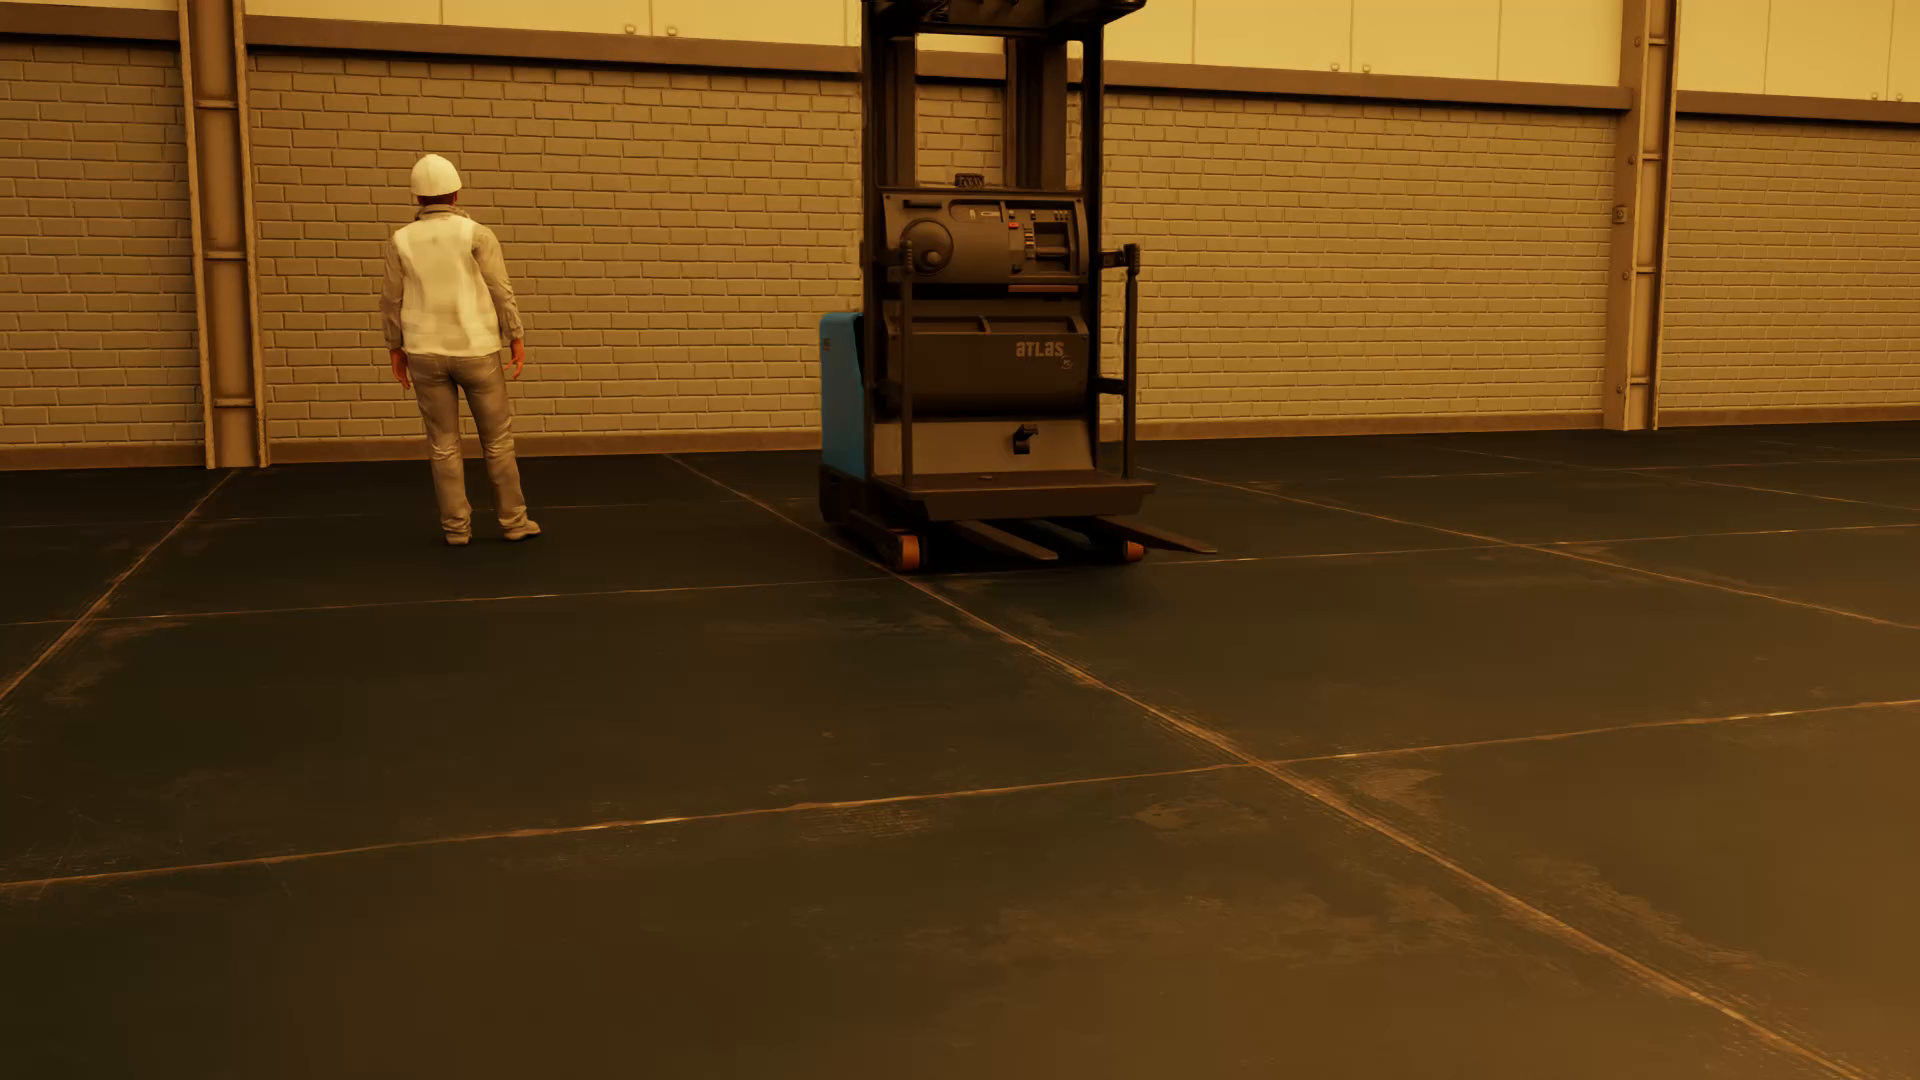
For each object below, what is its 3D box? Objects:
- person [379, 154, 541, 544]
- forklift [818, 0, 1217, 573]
[{"bbox_3d":[-2.333,-0.876,7.730,0.627,1.774,0.569,0,8,-4],"label":"person"},{"bbox_3d":[0.178,-1.374,7.147,1.130,2.935,3.031,-2,8,-16],"label":"forklift"}]
